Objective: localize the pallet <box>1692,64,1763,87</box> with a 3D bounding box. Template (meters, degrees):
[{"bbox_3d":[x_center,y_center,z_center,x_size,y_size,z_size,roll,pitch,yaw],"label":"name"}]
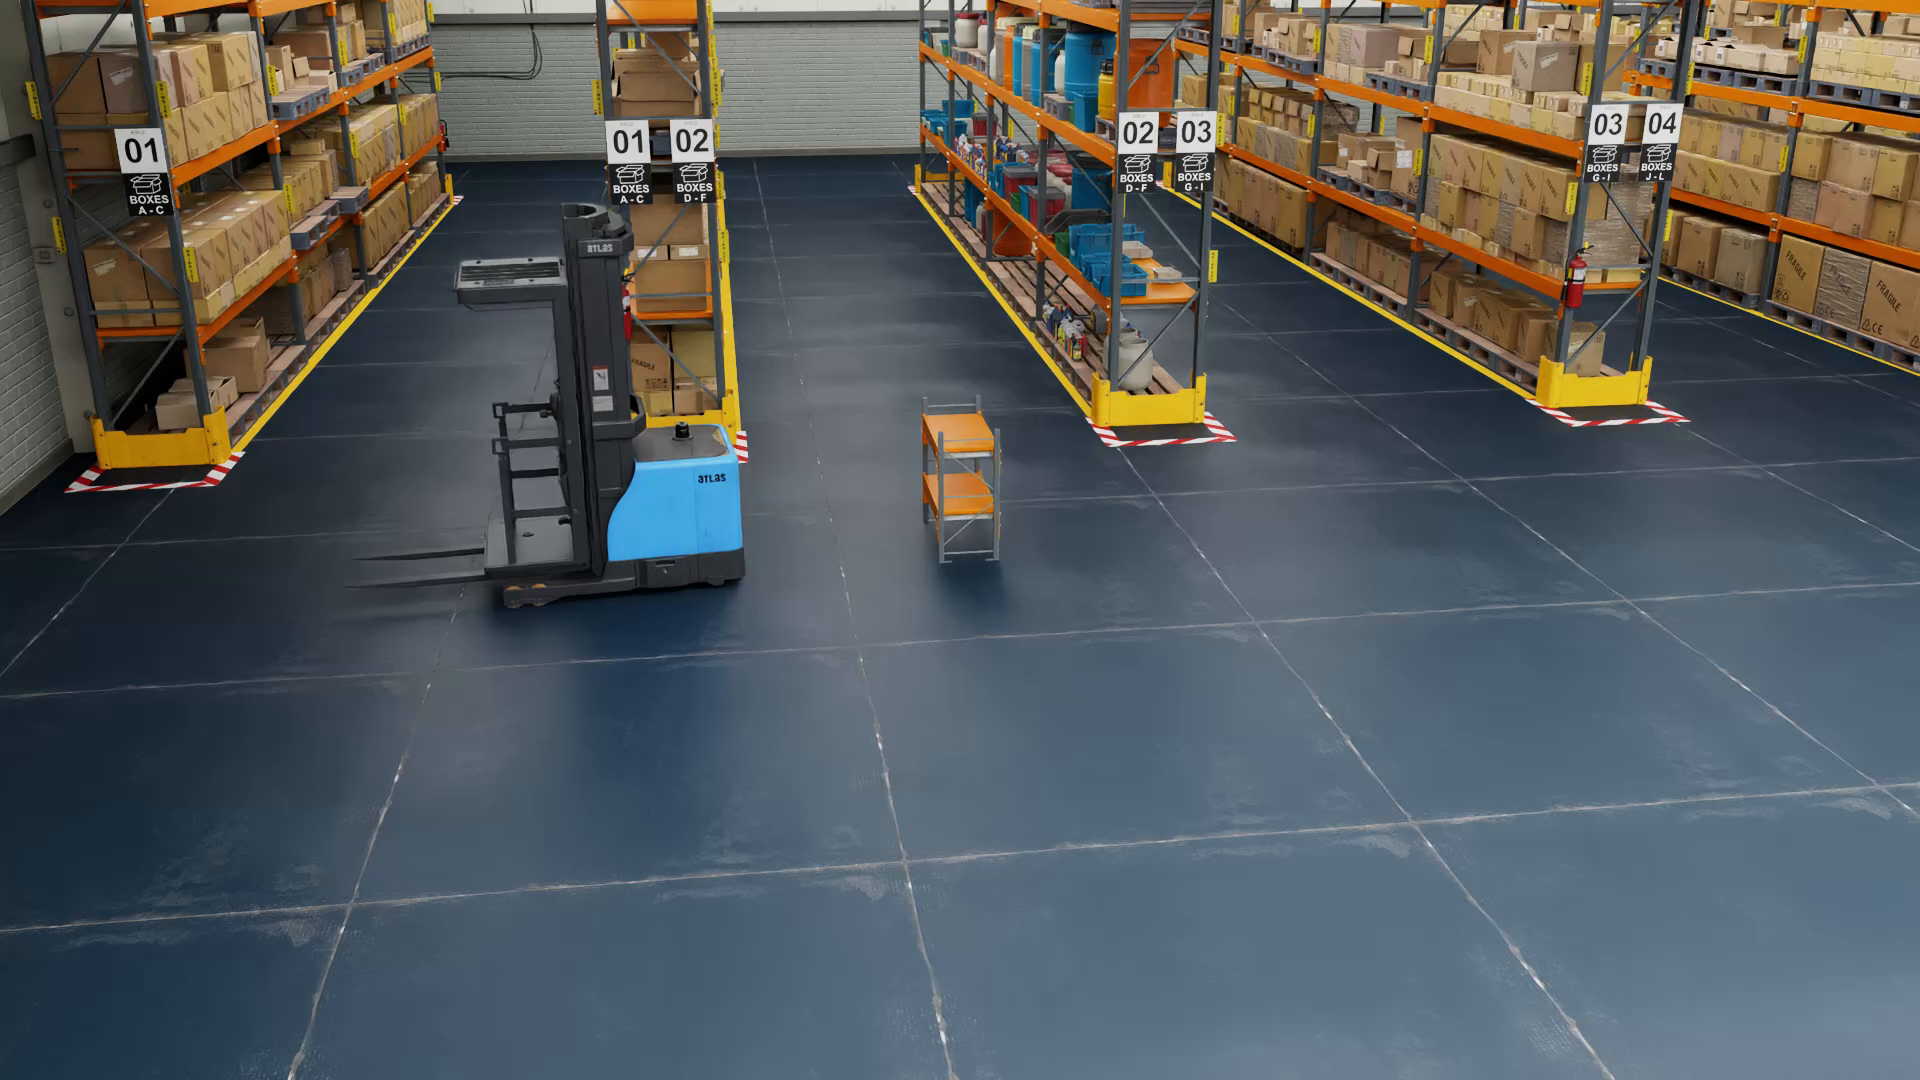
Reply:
[{"bbox_3d":[11.023,-6.594,23.566,1.003,0.211,1.213,-2,21,-5],"label":"pallet"}]

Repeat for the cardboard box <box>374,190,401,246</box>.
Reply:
[{"bbox_3d":[-9.138,-4.968,25.703,0.750,0.750,0.750,-2,21,-6],"label":"cardboard box"}]

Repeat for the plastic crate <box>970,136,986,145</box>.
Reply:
[{"bbox_3d":[0.387,-6.877,28.633,0.396,0.136,0.243,-3,21,-8],"label":"plastic crate"}]

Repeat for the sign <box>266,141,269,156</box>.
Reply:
[{"bbox_3d":[-9.463,-5.433,22.820,0.100,0.325,0.005,-3,21,-8],"label":"sign"}]

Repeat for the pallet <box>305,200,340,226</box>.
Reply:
[{"bbox_3d":[-8.589,-4.146,21.305,1.003,0.211,1.213,-3,21,-8],"label":"pallet"}]

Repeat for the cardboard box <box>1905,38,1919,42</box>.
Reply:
[{"bbox_3d":[11.766,-6.032,20.269,0.380,0.149,0.250,-3,21,-7],"label":"cardboard box"}]

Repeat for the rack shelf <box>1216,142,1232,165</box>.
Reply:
[{"bbox_3d":[4.926,-7.409,30.796,1.077,0.370,4.000,-3,21,-8],"label":"rack shelf"}]

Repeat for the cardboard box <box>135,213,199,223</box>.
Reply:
[{"bbox_3d":[-8.254,-3.121,17.398,0.500,0.500,0.500,-3,21,-7],"label":"cardboard box"}]

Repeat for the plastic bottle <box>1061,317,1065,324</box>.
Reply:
[{"bbox_3d":[1.257,-2.548,20.021,0.097,0.271,0.097,0,20,0],"label":"plastic bottle"}]

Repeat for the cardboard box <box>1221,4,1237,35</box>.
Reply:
[{"bbox_3d":[4.968,-9.204,29.399,0.700,0.500,0.500,-2,21,-5],"label":"cardboard box"}]

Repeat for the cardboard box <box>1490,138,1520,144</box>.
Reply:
[{"bbox_3d":[6.778,-4.624,20.312,0.500,0.500,0.500,-3,21,-8],"label":"cardboard box"}]

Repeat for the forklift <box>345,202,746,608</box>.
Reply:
[{"bbox_3d":[-3.288,-1.052,12.843,3.031,2.935,1.130,-5,21,-13],"label":"forklift"}]

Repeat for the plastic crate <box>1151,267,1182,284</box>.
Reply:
[{"bbox_3d":[2.232,-2.852,17.942,0.298,0.136,0.250,-3,21,-8],"label":"plastic crate"}]

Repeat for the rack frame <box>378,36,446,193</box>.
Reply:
[{"bbox_3d":[-10.068,-7.689,30.517,1.000,3.000,0.127,-3,21,-8],"label":"rack frame"}]

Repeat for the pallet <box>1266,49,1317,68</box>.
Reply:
[{"bbox_3d":[5.481,-7.593,26.242,1.003,0.211,1.213,-2,21,-5],"label":"pallet"}]

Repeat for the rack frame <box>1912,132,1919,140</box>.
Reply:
[{"bbox_3d":[15.597,-6.169,26.446,1.000,3.000,0.127,-3,21,-8],"label":"rack frame"}]

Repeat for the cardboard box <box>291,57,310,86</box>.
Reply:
[{"bbox_3d":[-8.819,-5.929,21.340,0.797,0.503,0.637,0,20,0],"label":"cardboard box"}]

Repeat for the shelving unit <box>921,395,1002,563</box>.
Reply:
[{"bbox_3d":[-0.001,-0.529,14.026,0.538,1.125,1.048,-3,21,-8],"label":"shelving unit"}]

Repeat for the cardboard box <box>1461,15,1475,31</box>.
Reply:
[{"bbox_3d":[9.578,-9.527,30.649,0.500,0.250,0.500,-4,21,-10],"label":"cardboard box"}]

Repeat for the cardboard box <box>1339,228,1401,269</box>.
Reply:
[{"bbox_3d":[5.999,-4.282,24.337,0.700,0.500,0.500,-5,21,-12],"label":"cardboard box"}]

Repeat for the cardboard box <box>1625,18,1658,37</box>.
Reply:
[{"bbox_3d":[10.398,-7.822,25.347,0.396,0.266,0.258,-3,21,-8],"label":"cardboard box"}]

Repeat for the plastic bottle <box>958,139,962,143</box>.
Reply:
[{"bbox_3d":[0.011,-6.477,27.453,0.097,0.271,0.097,0,20,0],"label":"plastic bottle"}]

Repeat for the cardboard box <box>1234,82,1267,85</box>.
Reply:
[{"bbox_3d":[5.255,-8.004,30.076,0.500,0.500,0.500,-4,21,-9],"label":"cardboard box"}]

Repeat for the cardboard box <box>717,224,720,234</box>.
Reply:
[{"bbox_3d":[-3.796,-4.378,24.594,0.500,0.500,0.500,-2,21,-5],"label":"cardboard box"}]

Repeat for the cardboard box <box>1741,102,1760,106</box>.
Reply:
[{"bbox_3d":[14.679,-8.219,30.362,0.500,0.500,0.500,-3,21,-8],"label":"cardboard box"}]

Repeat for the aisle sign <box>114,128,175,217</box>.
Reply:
[{"bbox_3d":[-7.454,-3.358,15.204,0.394,0.787,0.004,-3,21,-8],"label":"aisle sign"}]

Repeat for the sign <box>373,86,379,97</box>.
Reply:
[{"bbox_3d":[-10.618,-8.106,30.282,0.100,0.325,0.005,-3,21,-8],"label":"sign"}]

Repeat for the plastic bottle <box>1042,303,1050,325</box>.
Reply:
[{"bbox_3d":[1.078,-2.830,20.777,0.097,0.271,0.097,0,20,0],"label":"plastic bottle"}]

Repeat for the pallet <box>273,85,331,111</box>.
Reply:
[{"bbox_3d":[-8.474,-5.430,20.449,1.213,0.211,1.003,-3,21,-8],"label":"pallet"}]

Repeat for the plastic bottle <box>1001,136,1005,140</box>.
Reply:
[{"bbox_3d":[0.689,-6.626,27.847,0.152,0.276,0.135,-3,21,-8],"label":"plastic bottle"}]

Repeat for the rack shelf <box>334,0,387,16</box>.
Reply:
[{"bbox_3d":[-9.203,-7.898,24.101,1.077,0.370,4.000,-3,21,-8],"label":"rack shelf"}]

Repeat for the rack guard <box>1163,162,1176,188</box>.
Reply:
[{"bbox_3d":[4.634,-7.276,32.983,1.175,0.500,0.348,-3,21,-8],"label":"rack guard"}]

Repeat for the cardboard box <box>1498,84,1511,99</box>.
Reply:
[{"bbox_3d":[6.405,-5.141,19.050,0.380,0.149,0.250,-2,21,-6],"label":"cardboard box"}]

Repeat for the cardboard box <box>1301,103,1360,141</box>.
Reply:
[{"bbox_3d":[5.701,-6.440,25.595,0.797,0.503,0.637,-2,21,-6],"label":"cardboard box"}]

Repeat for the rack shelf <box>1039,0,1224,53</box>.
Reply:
[{"bbox_3d":[1.754,-5.628,18.023,1.077,0.370,4.000,-3,21,-8],"label":"rack shelf"}]

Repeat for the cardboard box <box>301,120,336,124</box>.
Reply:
[{"bbox_3d":[-9.378,-5.968,24.239,0.500,0.250,0.500,-3,21,-9],"label":"cardboard box"}]

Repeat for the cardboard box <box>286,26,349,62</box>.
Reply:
[{"bbox_3d":[-9.236,-7.116,23.922,0.700,0.500,0.500,-2,21,-5],"label":"cardboard box"}]

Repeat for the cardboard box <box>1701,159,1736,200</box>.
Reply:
[{"bbox_3d":[10.804,-5.063,23.343,0.500,0.500,0.500,-3,21,-7],"label":"cardboard box"}]

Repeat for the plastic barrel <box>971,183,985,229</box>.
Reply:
[{"bbox_3d":[0.476,-5.584,27.277,0.600,0.901,0.708,-3,21,-8],"label":"plastic barrel"}]

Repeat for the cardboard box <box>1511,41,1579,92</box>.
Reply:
[{"bbox_3d":[6.470,-5.249,18.412,0.500,0.500,0.500,-3,21,-8],"label":"cardboard box"}]

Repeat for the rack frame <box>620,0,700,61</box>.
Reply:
[{"bbox_3d":[-3.436,-6.596,19.016,1.000,3.000,0.127,-3,21,-8],"label":"rack frame"}]

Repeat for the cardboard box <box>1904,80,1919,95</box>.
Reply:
[{"bbox_3d":[11.264,-5.272,19.372,0.380,0.149,0.250,-3,21,-7],"label":"cardboard box"}]

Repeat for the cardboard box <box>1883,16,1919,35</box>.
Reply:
[{"bbox_3d":[15.266,-8.151,26.722,0.700,0.500,0.500,-4,21,-10],"label":"cardboard box"}]

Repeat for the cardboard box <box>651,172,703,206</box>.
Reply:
[{"bbox_3d":[-3.077,-3.592,17.550,0.700,0.500,0.500,-3,21,-8],"label":"cardboard box"}]

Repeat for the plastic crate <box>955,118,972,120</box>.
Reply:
[{"bbox_3d":[0.033,-7.821,31.159,0.396,0.136,0.243,-3,21,-8],"label":"plastic crate"}]

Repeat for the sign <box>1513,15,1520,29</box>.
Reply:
[{"bbox_3d":[9.601,-8.887,28.696,0.100,0.325,0.005,-3,21,-8],"label":"sign"}]

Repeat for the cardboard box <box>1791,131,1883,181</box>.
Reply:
[{"bbox_3d":[11.309,-4.946,21.414,0.875,0.550,0.550,-3,21,-8],"label":"cardboard box"}]

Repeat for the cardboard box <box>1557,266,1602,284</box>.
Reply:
[{"bbox_3d":[6.698,-2.870,17.972,0.380,0.149,0.250,-3,21,-8],"label":"cardboard box"}]

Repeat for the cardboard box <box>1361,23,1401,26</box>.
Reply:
[{"bbox_3d":[6.107,-7.203,24.069,0.500,0.500,0.500,-2,21,-6],"label":"cardboard box"}]

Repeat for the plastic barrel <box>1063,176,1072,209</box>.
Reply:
[{"bbox_3d":[1.545,-4.440,21.623,0.433,0.535,0.433,0,20,0],"label":"plastic barrel"}]

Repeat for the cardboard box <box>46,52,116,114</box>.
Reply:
[{"bbox_3d":[-8.082,-4.216,15.329,0.500,0.500,0.500,-2,21,-5],"label":"cardboard box"}]
